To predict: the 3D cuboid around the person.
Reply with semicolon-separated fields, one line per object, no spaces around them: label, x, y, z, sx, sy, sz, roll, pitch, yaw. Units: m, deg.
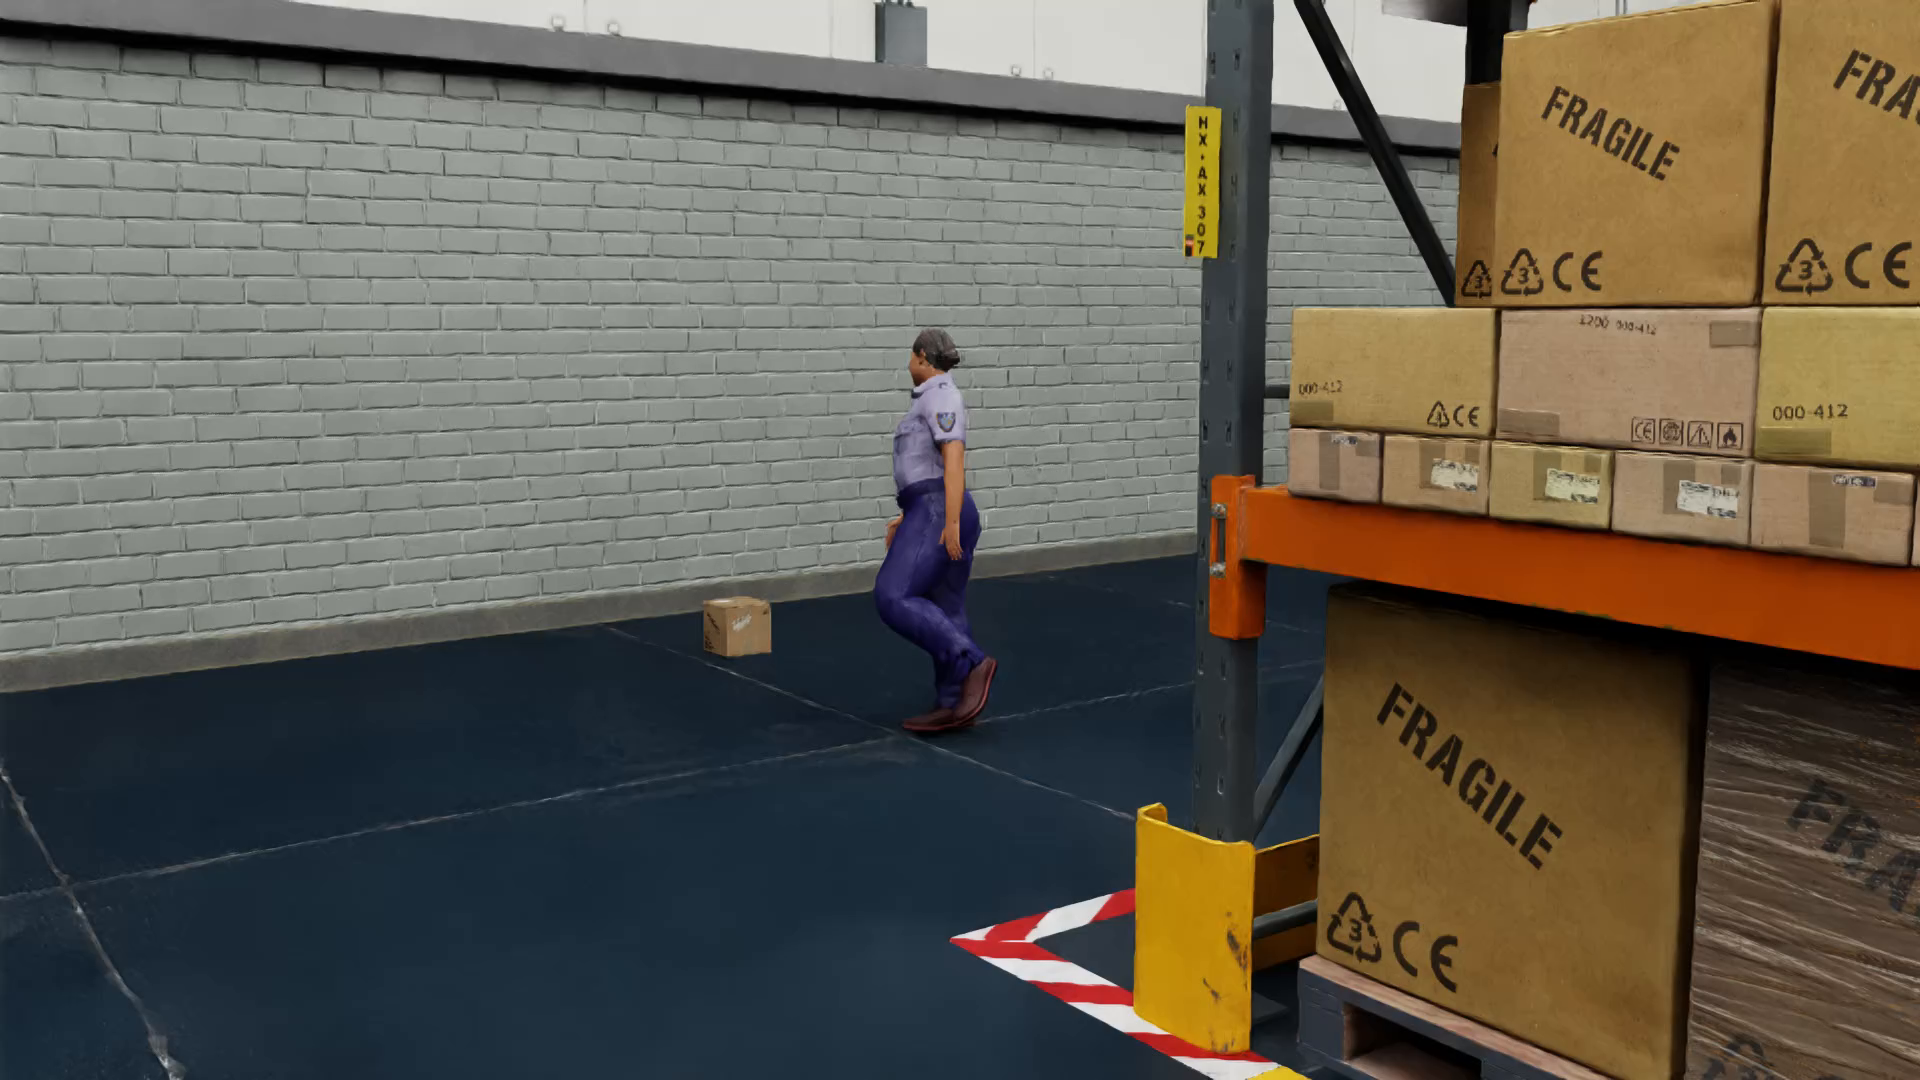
person;-0.103;-0.047;6.720;0.490;1.606;0.698;0;8;-2
